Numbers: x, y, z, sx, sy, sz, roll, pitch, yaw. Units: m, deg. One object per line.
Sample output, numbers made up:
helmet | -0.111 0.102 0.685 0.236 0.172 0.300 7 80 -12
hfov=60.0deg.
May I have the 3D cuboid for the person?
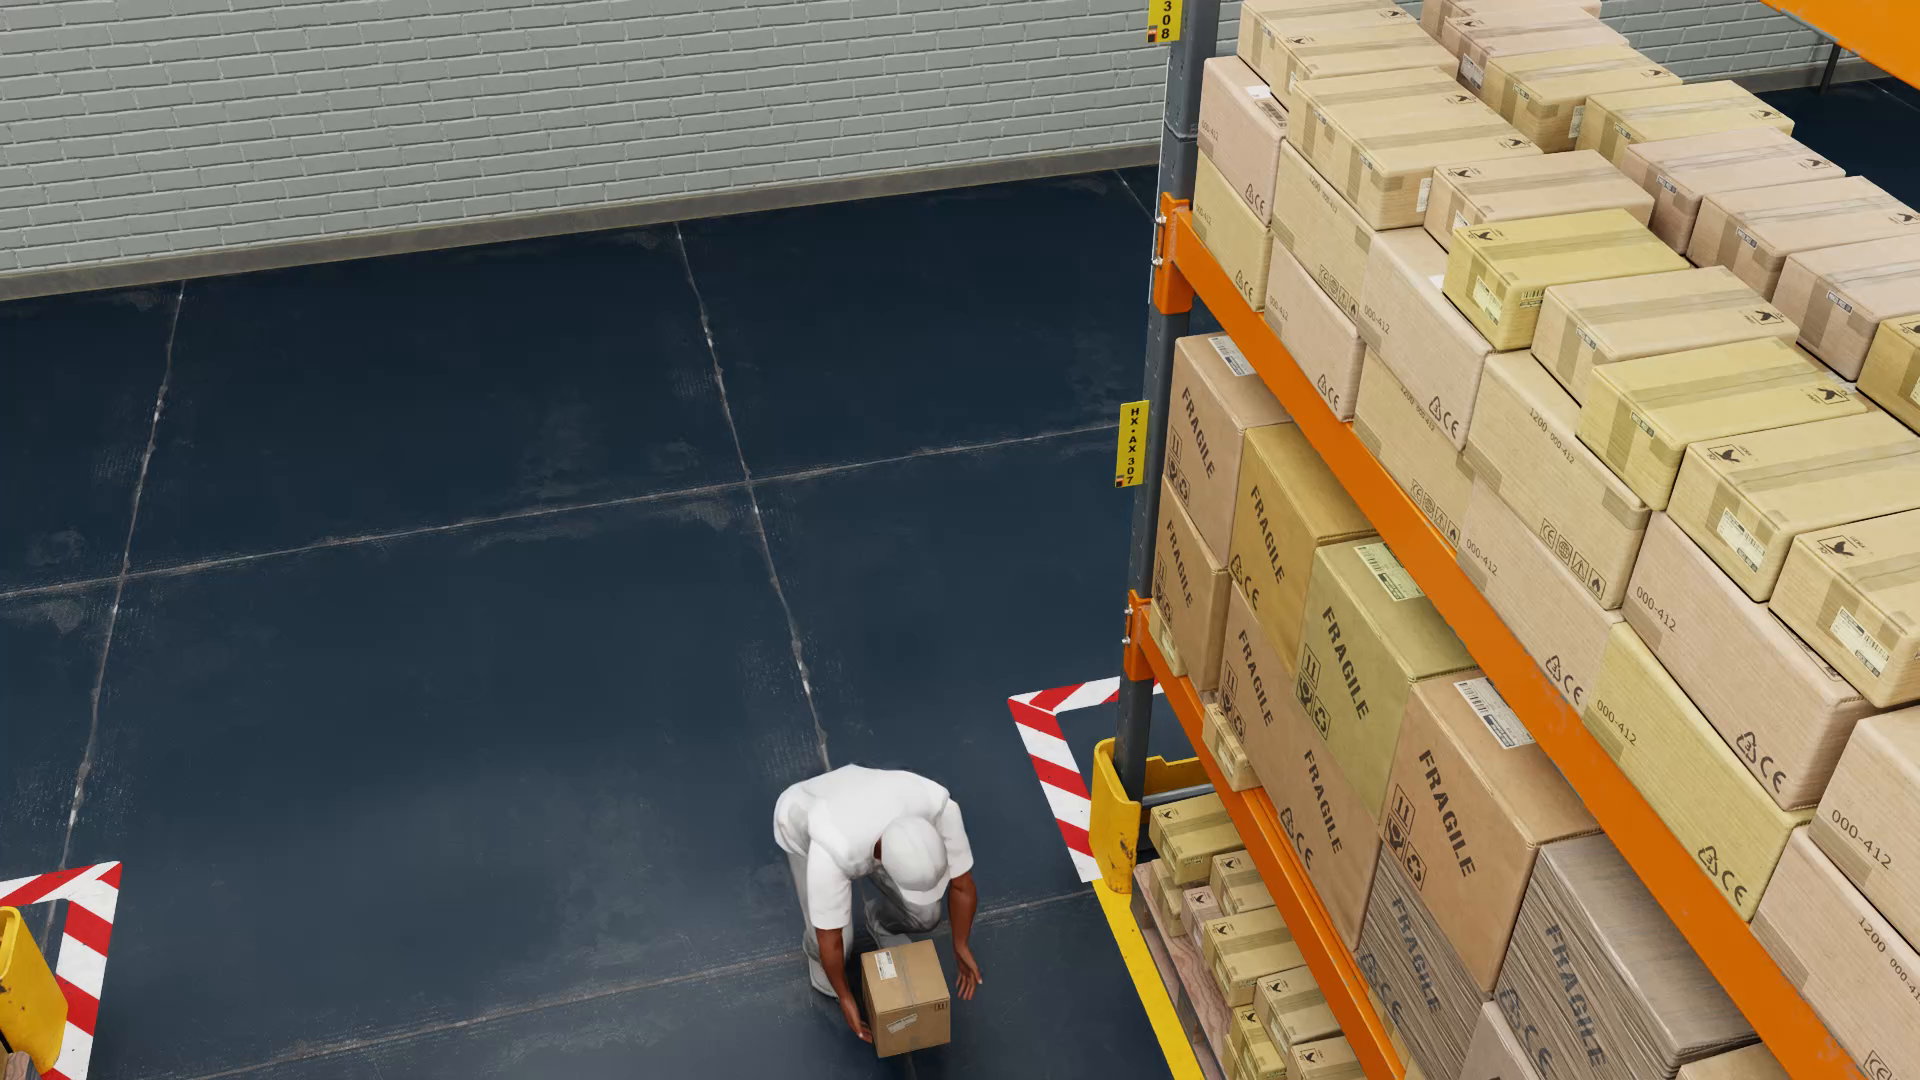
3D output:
person | -0.291 1.158 5.765 0.599 1.090 0.862 -15 41 -19
